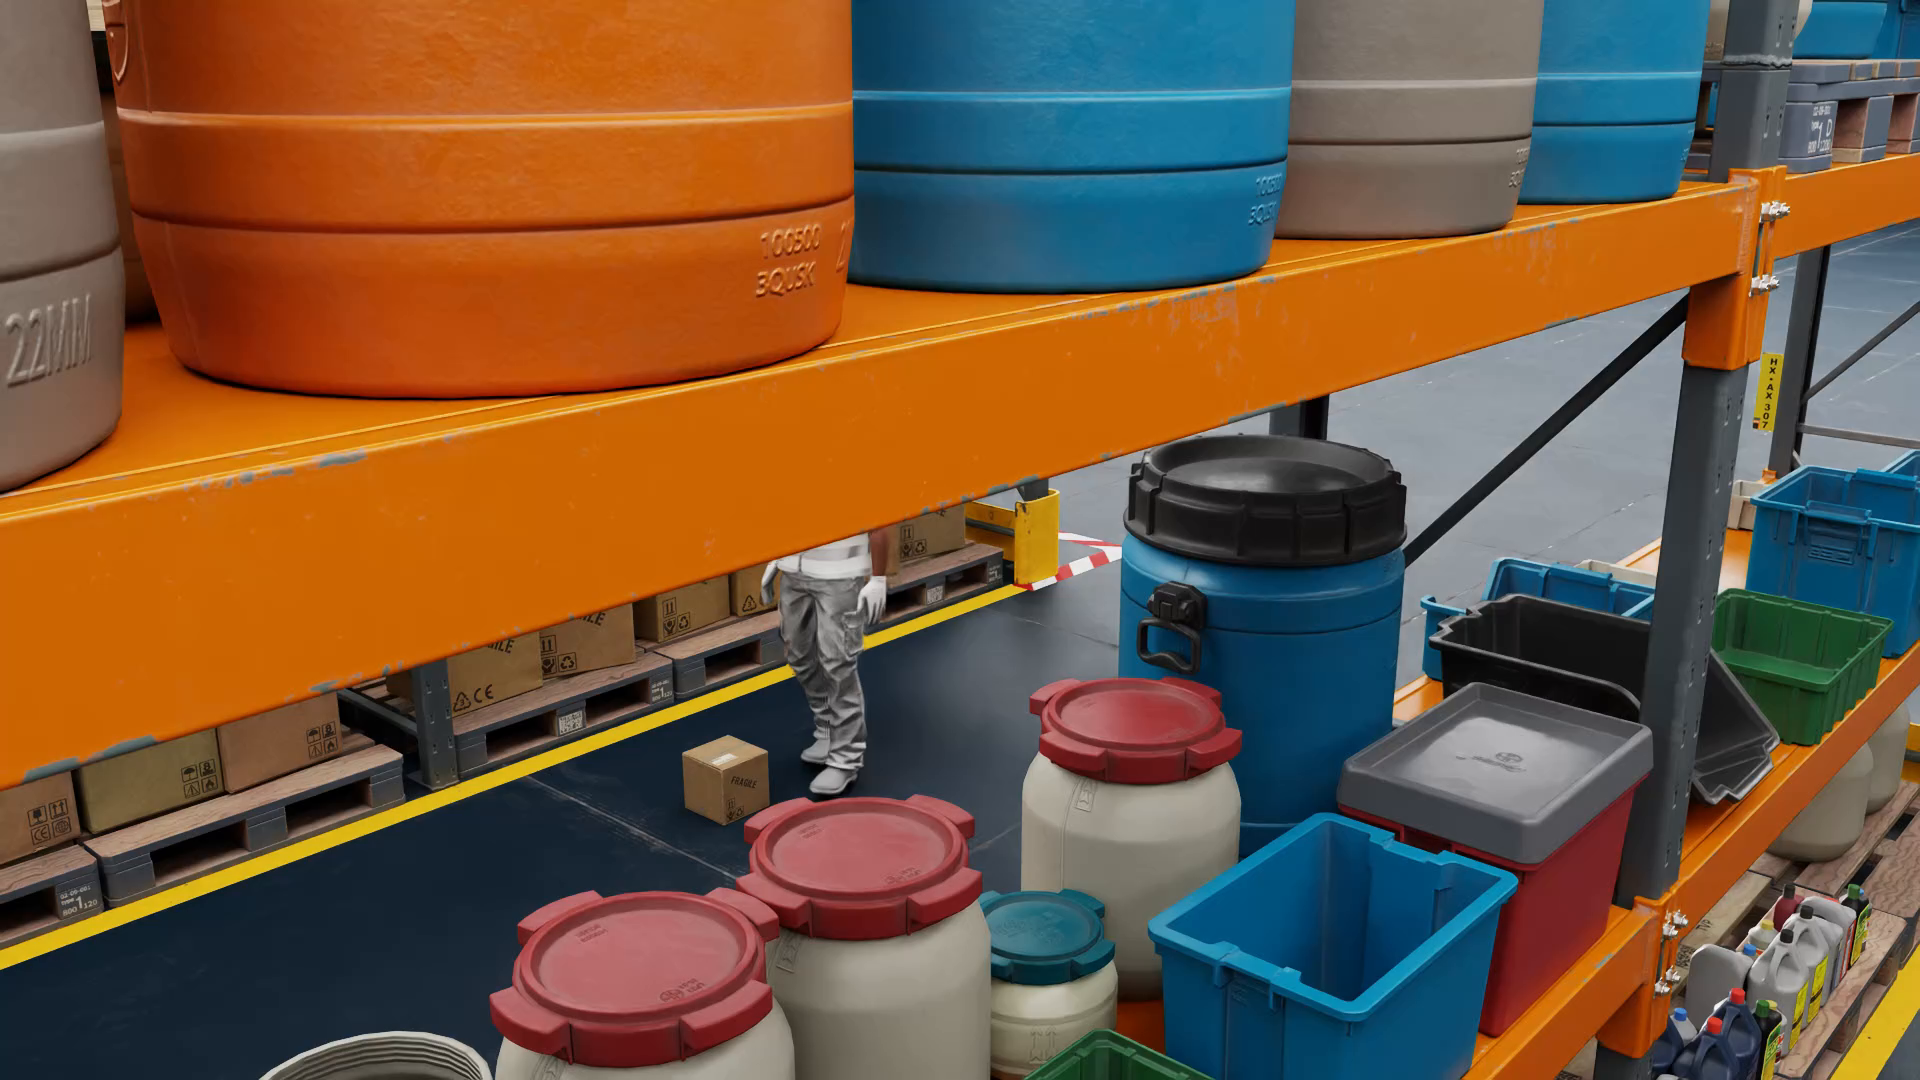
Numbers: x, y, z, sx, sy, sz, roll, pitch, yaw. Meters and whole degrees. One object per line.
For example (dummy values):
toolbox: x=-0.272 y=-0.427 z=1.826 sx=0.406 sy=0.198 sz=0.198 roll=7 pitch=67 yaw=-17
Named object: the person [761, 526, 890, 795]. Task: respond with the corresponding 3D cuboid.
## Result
person: x=-0.582 y=0.154 z=6.954 sx=0.573 sy=1.790 sz=0.525 roll=12 pitch=20 yaw=34
